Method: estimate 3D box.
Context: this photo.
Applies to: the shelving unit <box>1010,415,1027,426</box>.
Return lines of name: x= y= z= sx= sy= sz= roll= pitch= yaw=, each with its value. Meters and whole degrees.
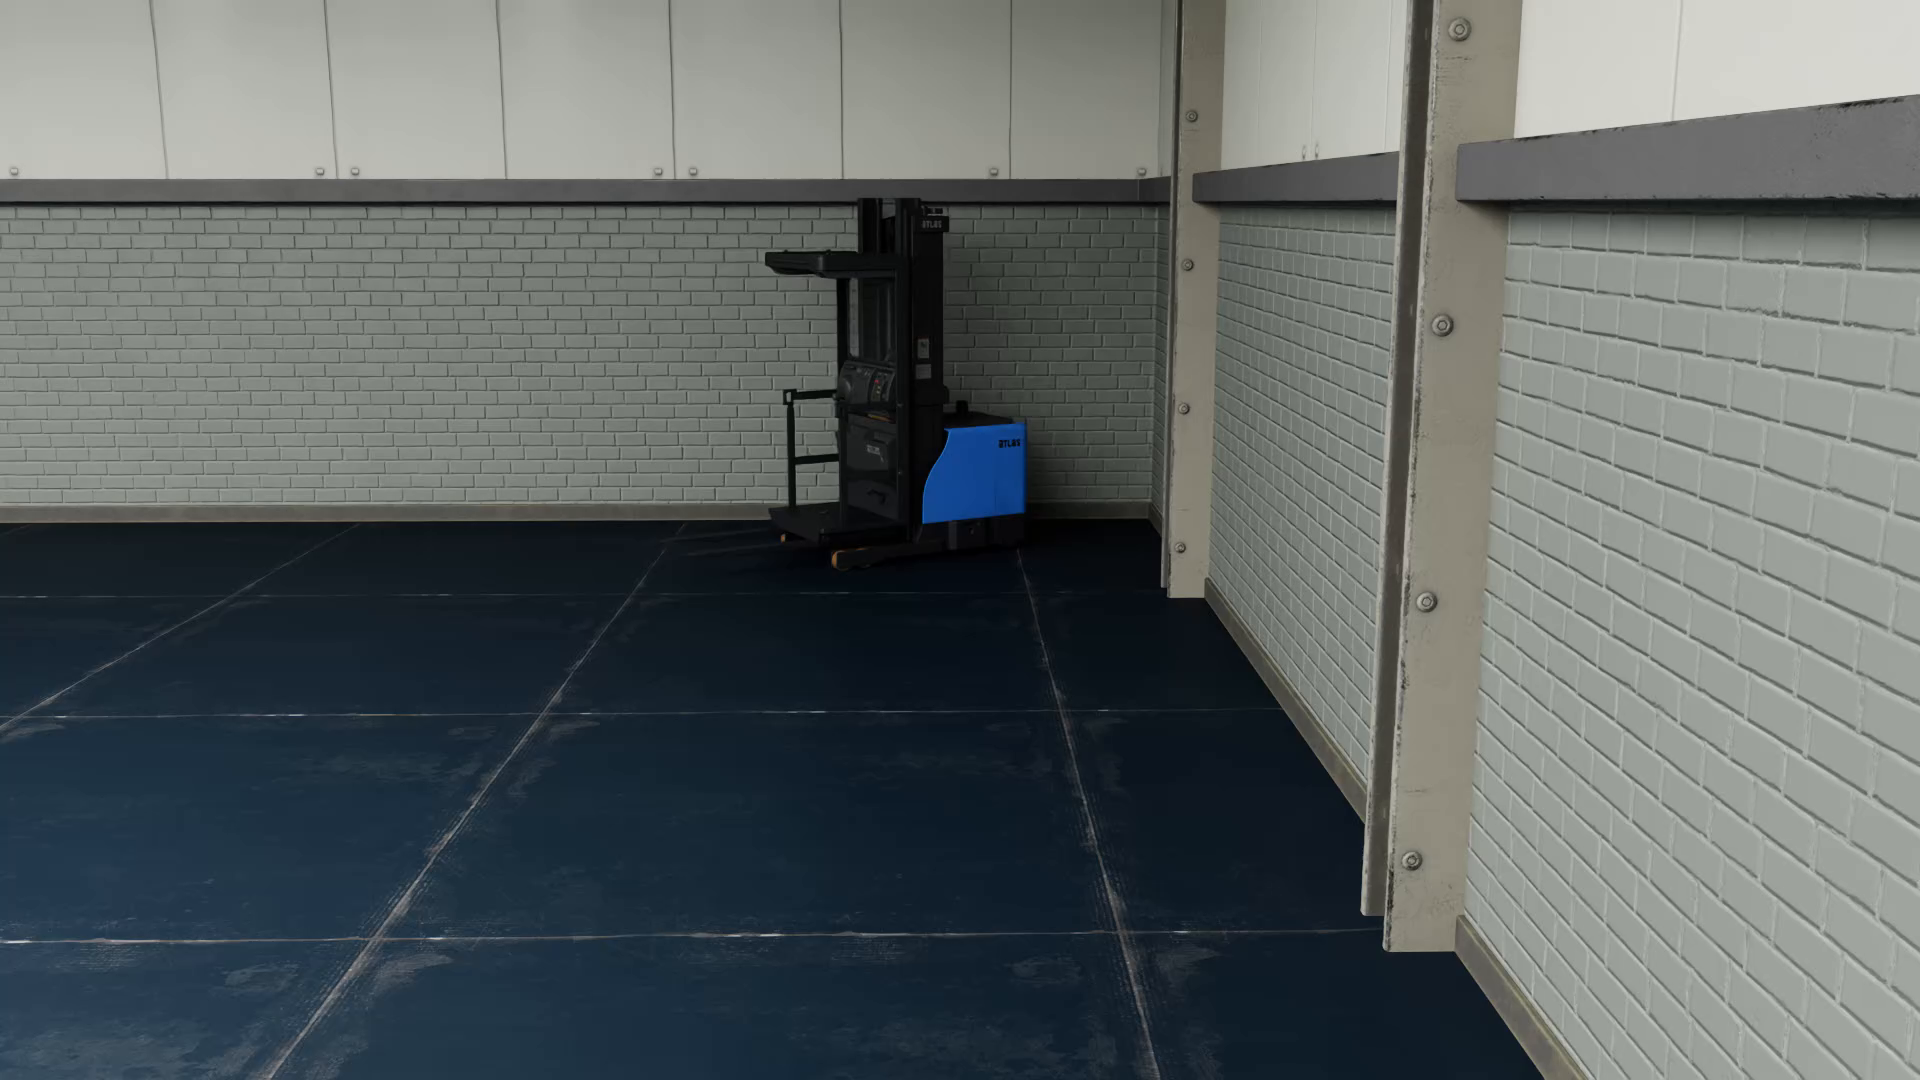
shelving unit: x=0.432 y=-0.562 z=14.687 sx=0.215 sy=1.050 sz=0.252 roll=-7 pitch=13 yaw=-29

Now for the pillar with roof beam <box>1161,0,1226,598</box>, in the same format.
pillar with roof beam: x=-2.598 y=-4.002 z=11.651 sx=9.100 sy=9.000 sz=0.400 roll=0 pitch=11 yaw=-1

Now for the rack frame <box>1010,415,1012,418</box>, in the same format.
rack frame: x=0.371 y=-0.583 z=14.791 sx=0.200 sy=1.050 sz=0.008 roll=-7 pitch=13 yaw=-29

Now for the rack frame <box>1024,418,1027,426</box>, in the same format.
rack frame: x=0.493 y=-0.541 z=14.584 sx=0.200 sy=1.050 sz=0.008 roll=-7 pitch=13 yaw=-29

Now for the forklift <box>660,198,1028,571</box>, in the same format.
forklift: x=-0.950 y=-1.308 z=13.635 sx=3.031 sy=2.935 sz=1.130 roll=-7 pitch=13 yaw=-29

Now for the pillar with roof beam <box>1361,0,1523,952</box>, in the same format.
pillar with roof beam: x=-2.474 y=-2.809 z=5.772 sx=9.100 sy=9.000 sz=0.400 roll=0 pitch=11 yaw=-1
